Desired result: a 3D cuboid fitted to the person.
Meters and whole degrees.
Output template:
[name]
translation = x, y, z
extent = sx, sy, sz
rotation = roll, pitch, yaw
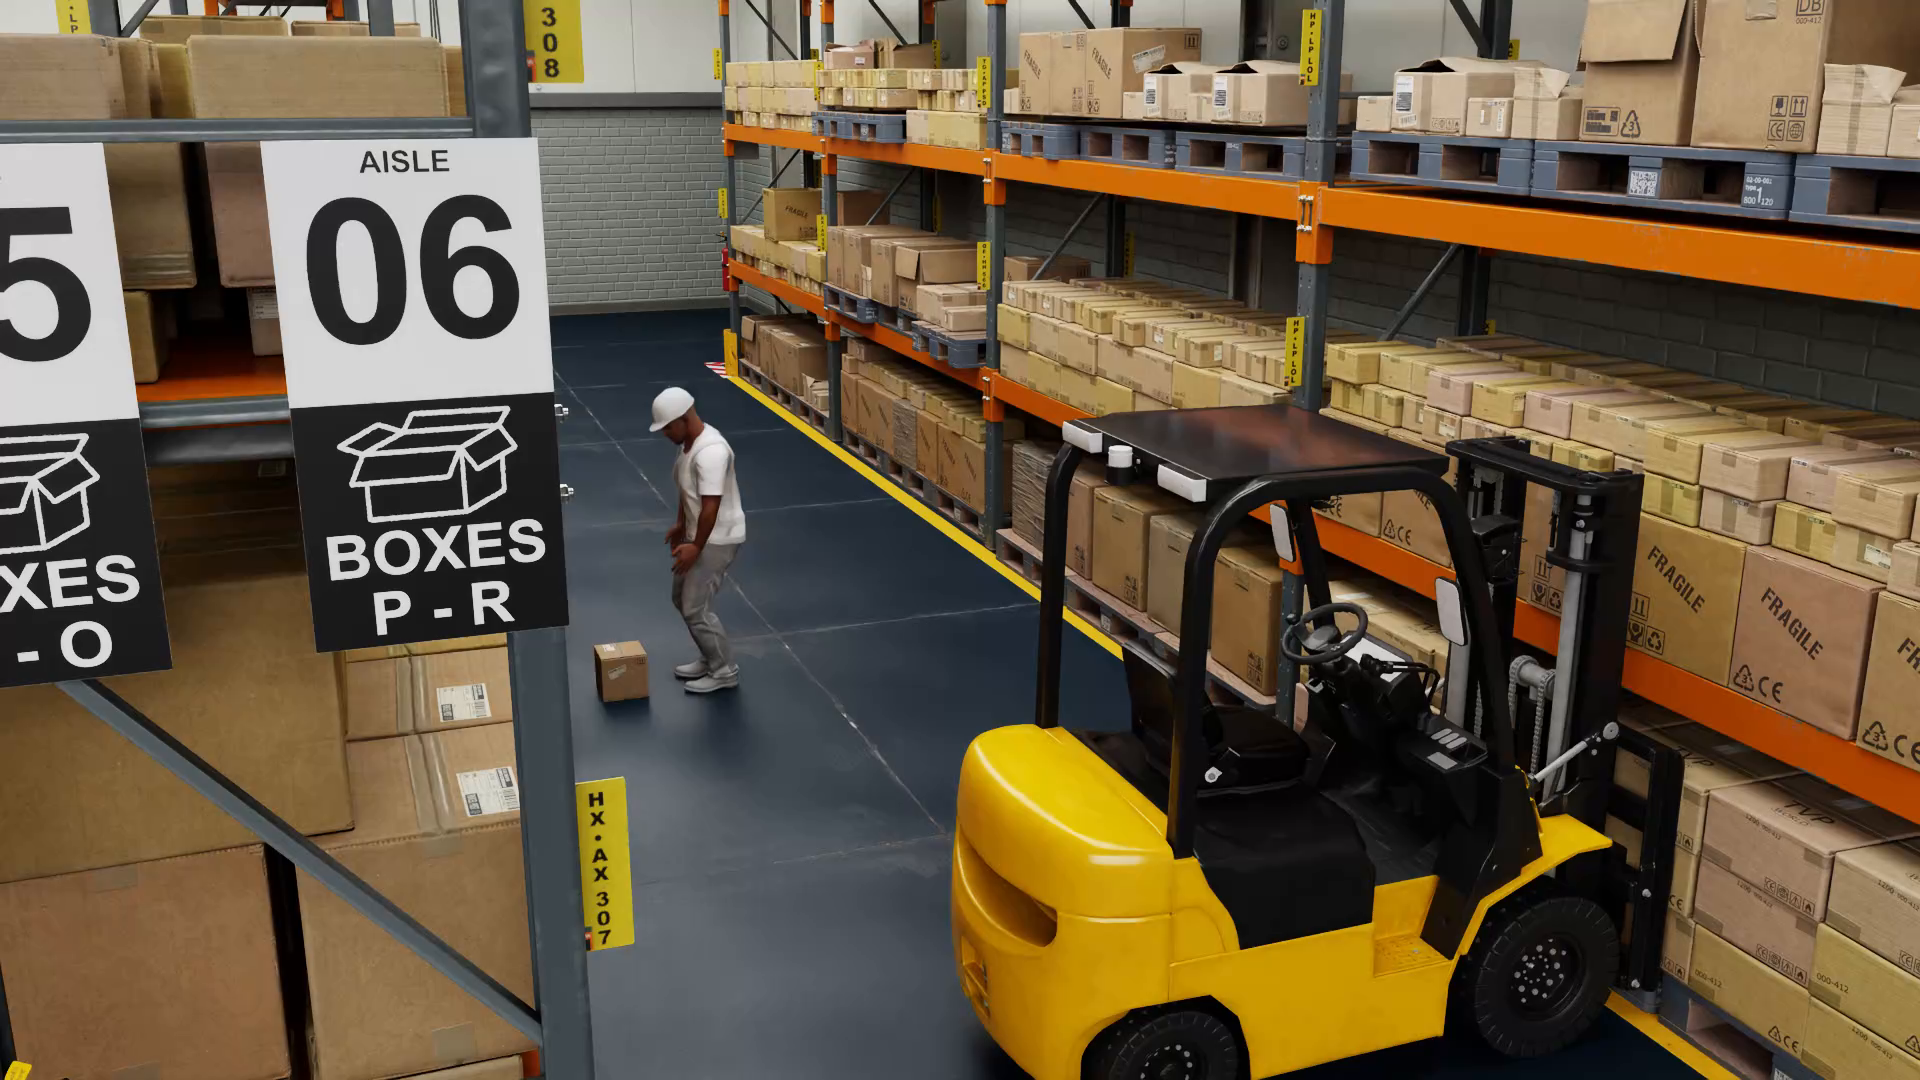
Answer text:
[person]
translation = -1.430, -0.007, 9.142
extent = 0.491, 1.696, 0.598
rotation = -5, 16, -19
